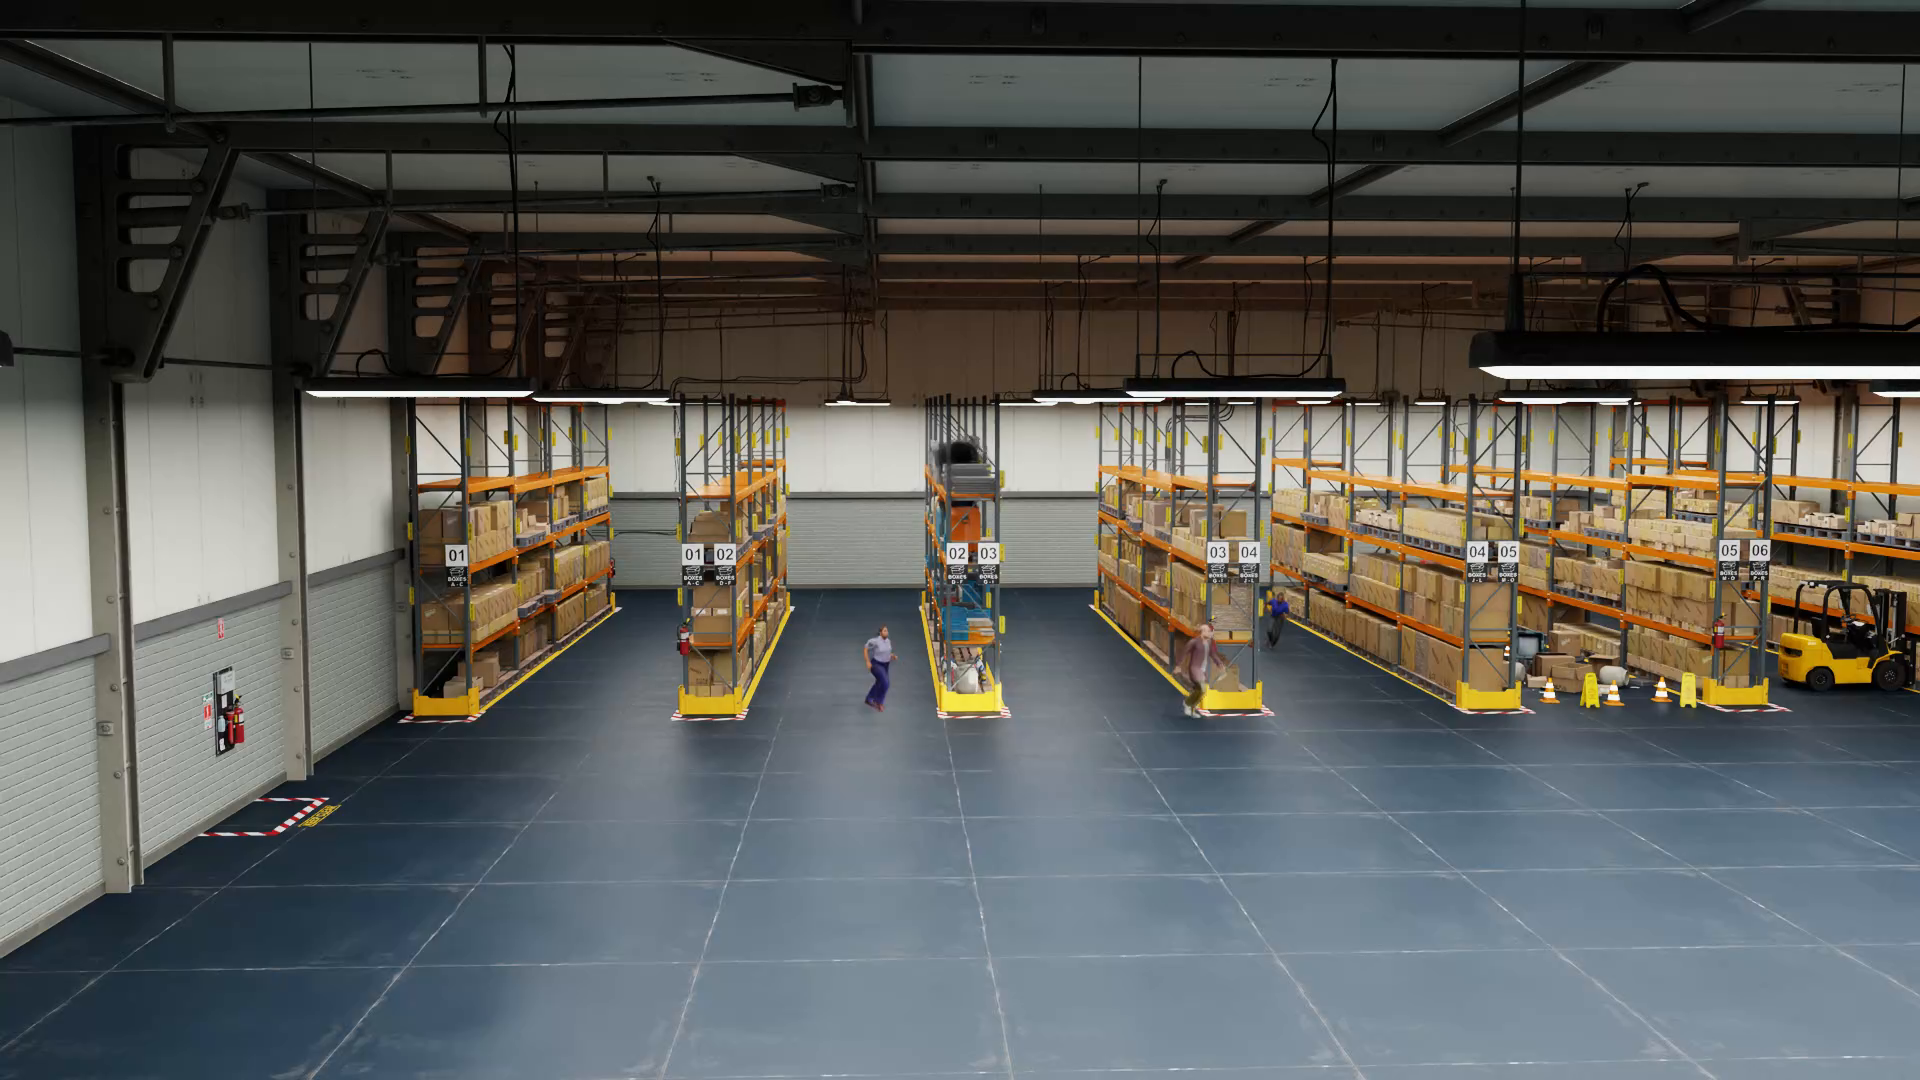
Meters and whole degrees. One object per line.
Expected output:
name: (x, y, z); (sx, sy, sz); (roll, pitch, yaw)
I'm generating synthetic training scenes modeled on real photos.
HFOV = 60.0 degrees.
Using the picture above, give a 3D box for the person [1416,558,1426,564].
person: (12.482, 1.319, 44.738); (0.620, 1.720, 0.948); (-2, 5, -27)

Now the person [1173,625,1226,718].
person: (4.454, 2.432, 30.677); (0.703, 1.753, 0.794); (-4, 6, -44)

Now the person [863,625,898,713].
person: (-1.526, 2.440, 31.519); (0.803, 1.666, 0.549); (3, 6, 37)

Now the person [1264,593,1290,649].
person: (7.465, 1.911, 39.195); (0.596, 1.417, 0.955); (1, 5, 11)
